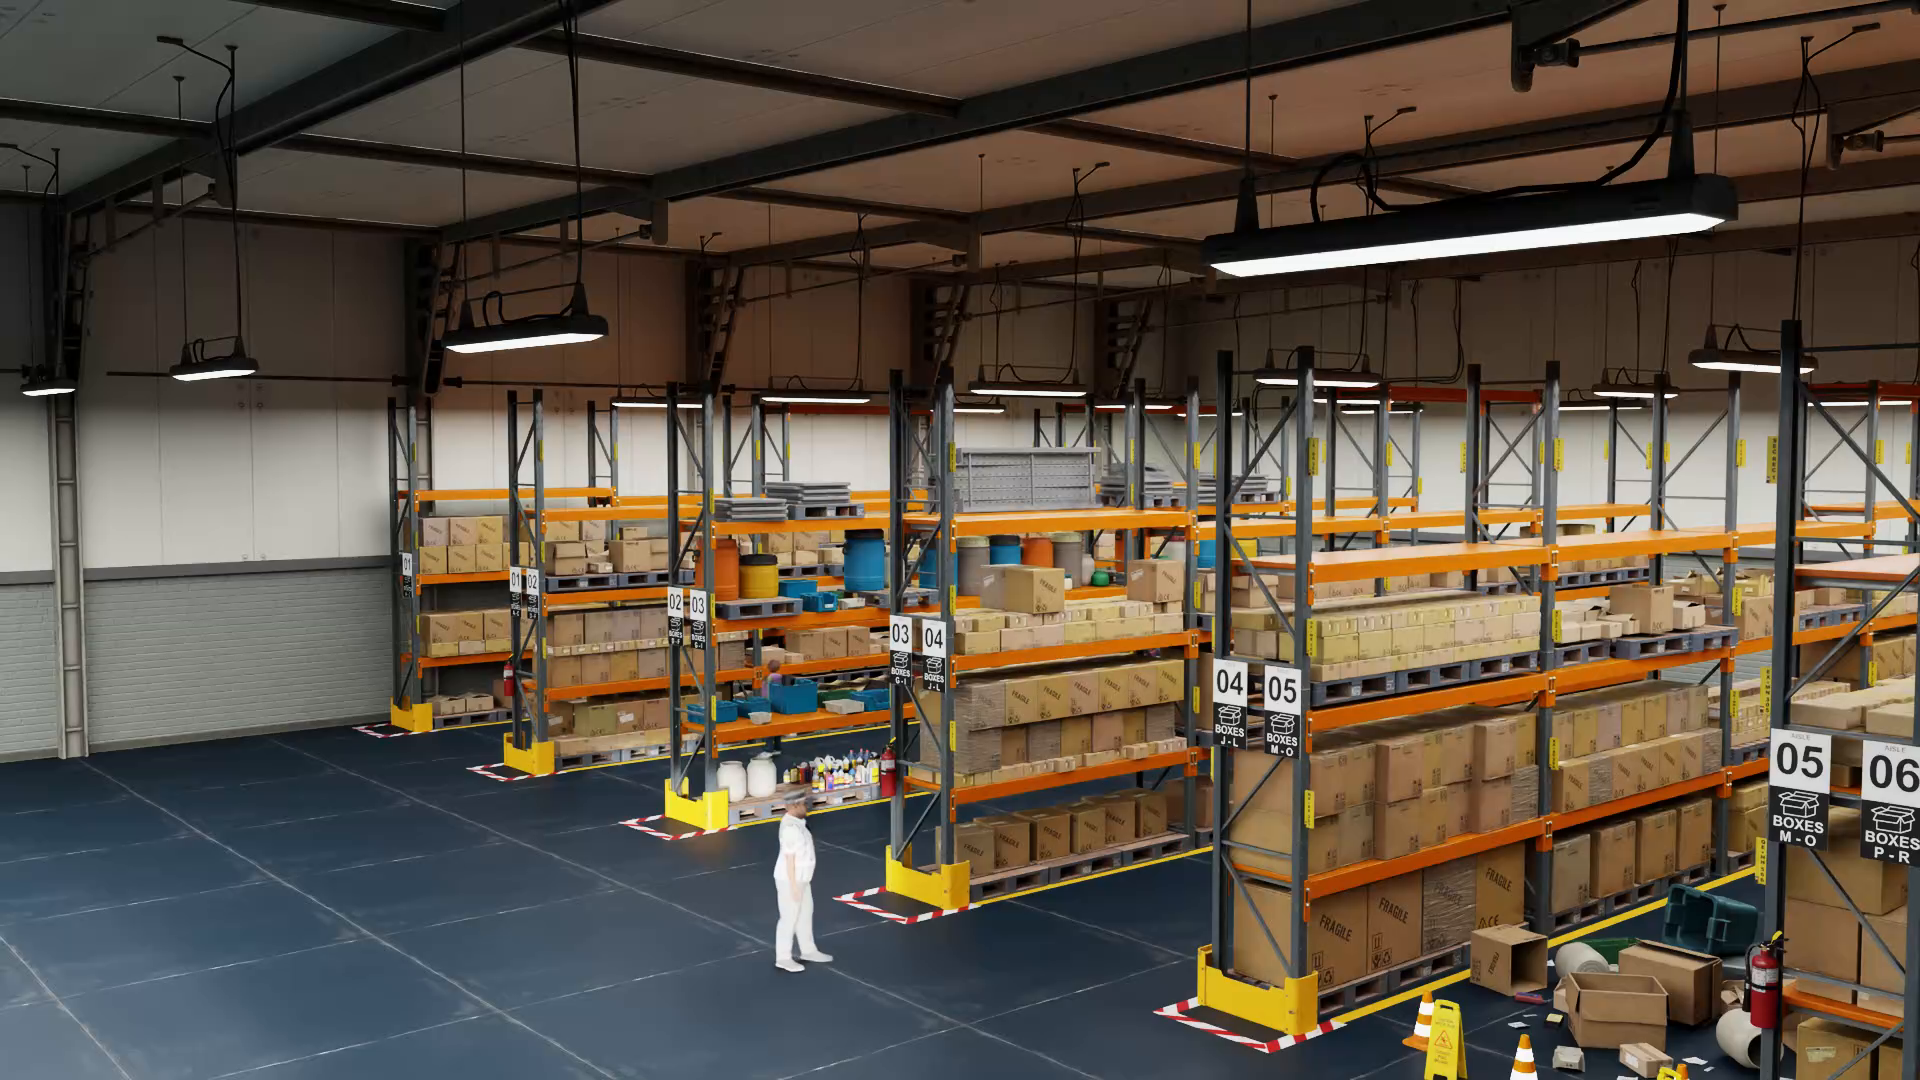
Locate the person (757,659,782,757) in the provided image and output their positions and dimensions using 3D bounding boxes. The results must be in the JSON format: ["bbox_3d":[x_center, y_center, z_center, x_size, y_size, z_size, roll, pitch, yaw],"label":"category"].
[{"bbox_3d":[-3.121,2.769,27.410,0.351,1.608,0.445,1,4,22],"label":"person"}]

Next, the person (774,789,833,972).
[{"bbox_3d":[-1.554,3.335,16.354,0.543,1.777,0.600,0,3,3],"label":"person"}]
